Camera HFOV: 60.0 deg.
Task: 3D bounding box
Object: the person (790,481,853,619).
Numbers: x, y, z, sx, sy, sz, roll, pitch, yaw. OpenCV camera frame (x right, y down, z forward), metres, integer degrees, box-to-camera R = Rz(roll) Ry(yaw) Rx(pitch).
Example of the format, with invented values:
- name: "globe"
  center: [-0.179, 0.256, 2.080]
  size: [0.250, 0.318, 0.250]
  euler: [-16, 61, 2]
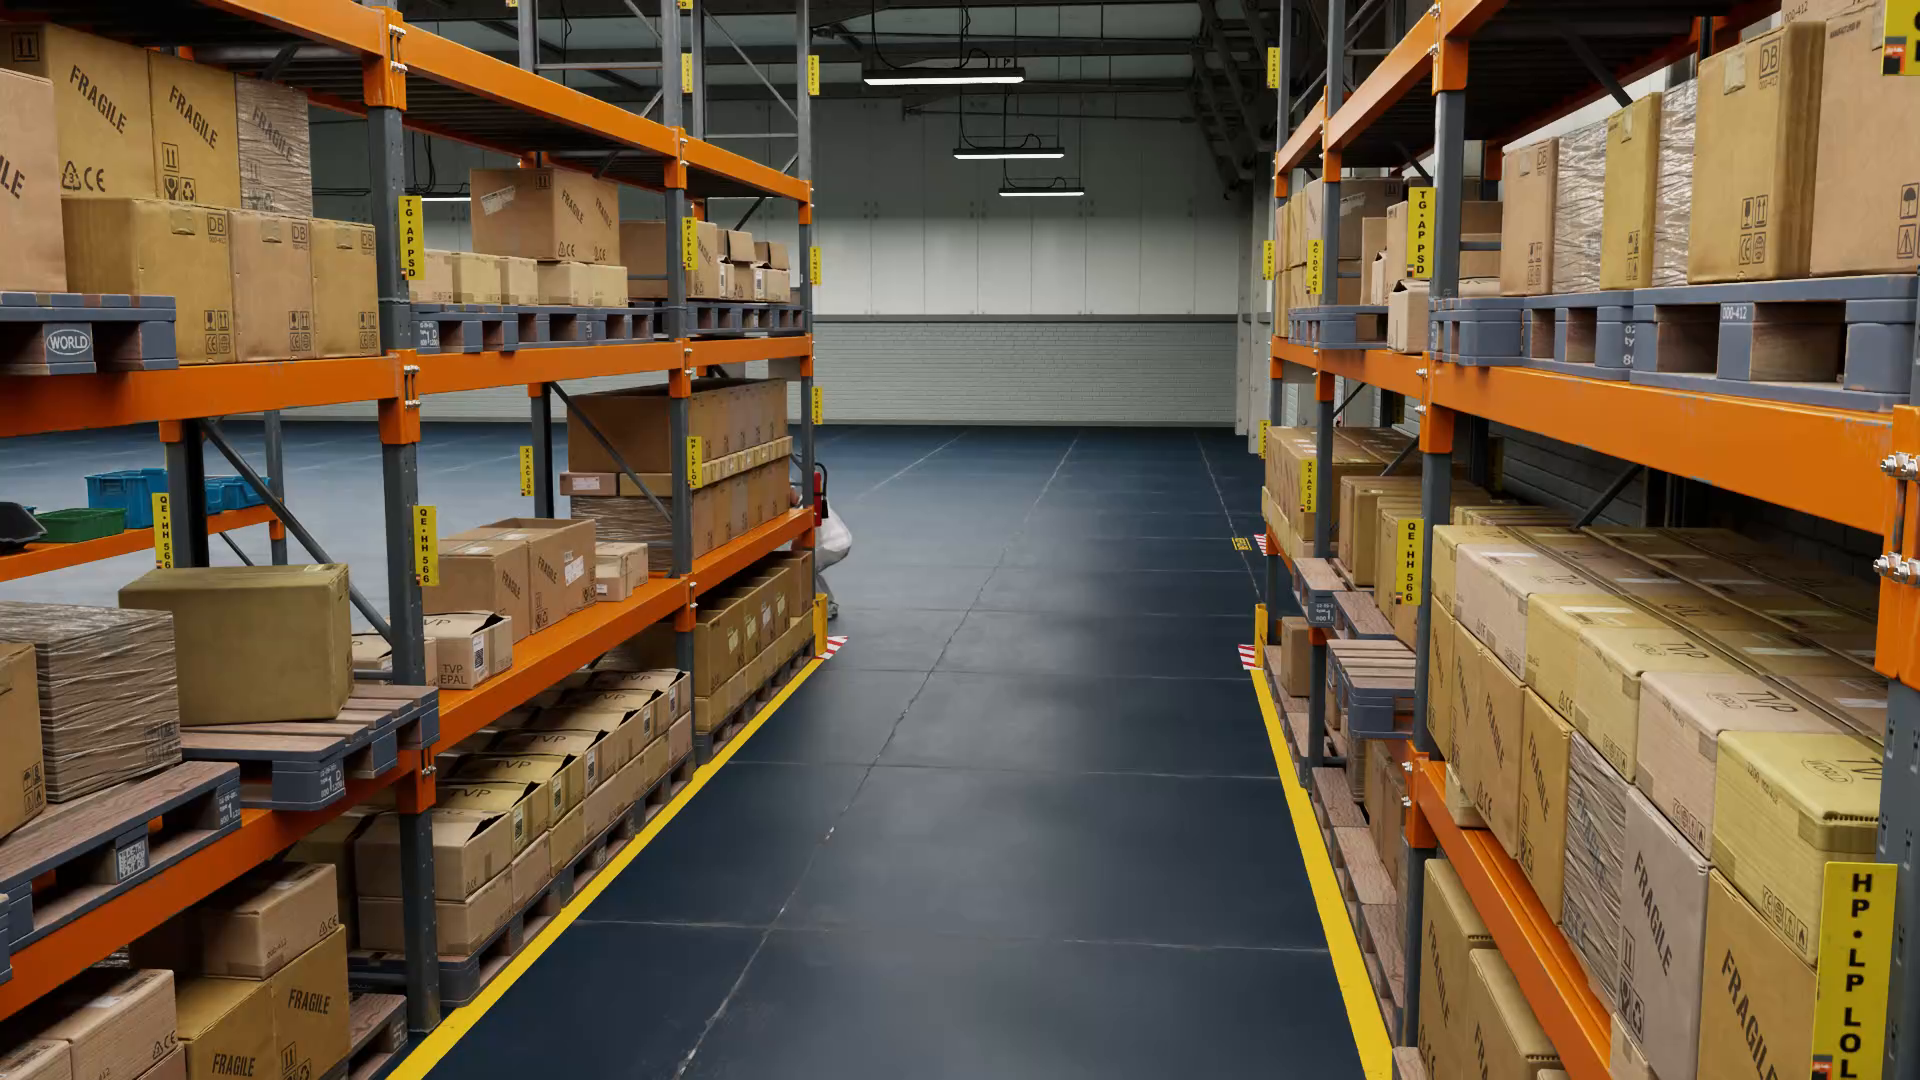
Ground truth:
- name: "person"
  center: [-1.466, 0.089, 16.531]
  size: [0.779, 1.373, 0.631]
  euler: [1, 8, 6]
